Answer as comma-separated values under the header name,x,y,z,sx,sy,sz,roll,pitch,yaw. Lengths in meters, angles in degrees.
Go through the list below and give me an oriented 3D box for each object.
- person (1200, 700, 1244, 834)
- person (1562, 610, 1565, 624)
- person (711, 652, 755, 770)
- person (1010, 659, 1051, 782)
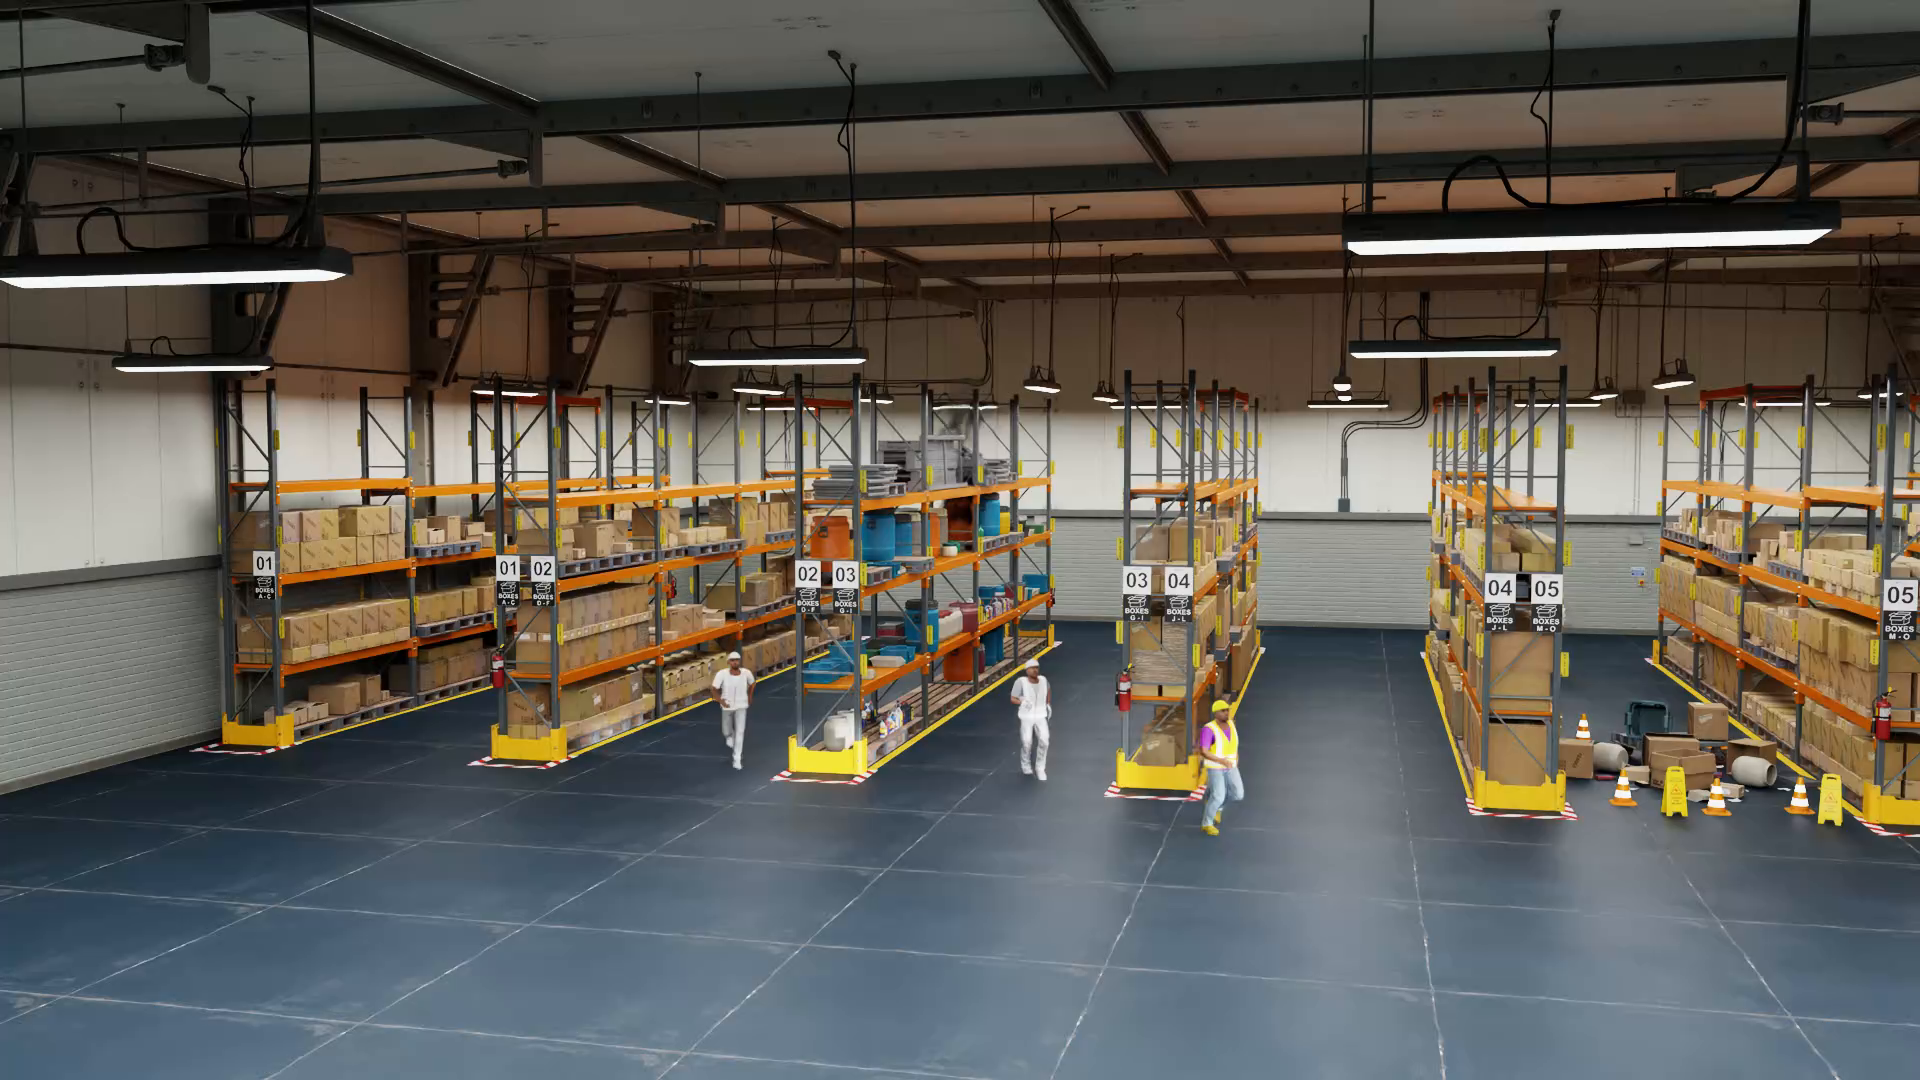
name,x,y,z,sx,sy,sz,roll,pitch,yaw
person,3.346,2.879,21.061,0.723,1.719,0.668,-2,4,-32
person,12.605,1.936,35.808,0.701,1.761,1.049,0,3,5
person,-3.512,2.604,25.758,0.671,1.757,1.092,0,3,-6
person,1.068,2.651,24.476,0.671,1.814,0.736,-1,3,-10
